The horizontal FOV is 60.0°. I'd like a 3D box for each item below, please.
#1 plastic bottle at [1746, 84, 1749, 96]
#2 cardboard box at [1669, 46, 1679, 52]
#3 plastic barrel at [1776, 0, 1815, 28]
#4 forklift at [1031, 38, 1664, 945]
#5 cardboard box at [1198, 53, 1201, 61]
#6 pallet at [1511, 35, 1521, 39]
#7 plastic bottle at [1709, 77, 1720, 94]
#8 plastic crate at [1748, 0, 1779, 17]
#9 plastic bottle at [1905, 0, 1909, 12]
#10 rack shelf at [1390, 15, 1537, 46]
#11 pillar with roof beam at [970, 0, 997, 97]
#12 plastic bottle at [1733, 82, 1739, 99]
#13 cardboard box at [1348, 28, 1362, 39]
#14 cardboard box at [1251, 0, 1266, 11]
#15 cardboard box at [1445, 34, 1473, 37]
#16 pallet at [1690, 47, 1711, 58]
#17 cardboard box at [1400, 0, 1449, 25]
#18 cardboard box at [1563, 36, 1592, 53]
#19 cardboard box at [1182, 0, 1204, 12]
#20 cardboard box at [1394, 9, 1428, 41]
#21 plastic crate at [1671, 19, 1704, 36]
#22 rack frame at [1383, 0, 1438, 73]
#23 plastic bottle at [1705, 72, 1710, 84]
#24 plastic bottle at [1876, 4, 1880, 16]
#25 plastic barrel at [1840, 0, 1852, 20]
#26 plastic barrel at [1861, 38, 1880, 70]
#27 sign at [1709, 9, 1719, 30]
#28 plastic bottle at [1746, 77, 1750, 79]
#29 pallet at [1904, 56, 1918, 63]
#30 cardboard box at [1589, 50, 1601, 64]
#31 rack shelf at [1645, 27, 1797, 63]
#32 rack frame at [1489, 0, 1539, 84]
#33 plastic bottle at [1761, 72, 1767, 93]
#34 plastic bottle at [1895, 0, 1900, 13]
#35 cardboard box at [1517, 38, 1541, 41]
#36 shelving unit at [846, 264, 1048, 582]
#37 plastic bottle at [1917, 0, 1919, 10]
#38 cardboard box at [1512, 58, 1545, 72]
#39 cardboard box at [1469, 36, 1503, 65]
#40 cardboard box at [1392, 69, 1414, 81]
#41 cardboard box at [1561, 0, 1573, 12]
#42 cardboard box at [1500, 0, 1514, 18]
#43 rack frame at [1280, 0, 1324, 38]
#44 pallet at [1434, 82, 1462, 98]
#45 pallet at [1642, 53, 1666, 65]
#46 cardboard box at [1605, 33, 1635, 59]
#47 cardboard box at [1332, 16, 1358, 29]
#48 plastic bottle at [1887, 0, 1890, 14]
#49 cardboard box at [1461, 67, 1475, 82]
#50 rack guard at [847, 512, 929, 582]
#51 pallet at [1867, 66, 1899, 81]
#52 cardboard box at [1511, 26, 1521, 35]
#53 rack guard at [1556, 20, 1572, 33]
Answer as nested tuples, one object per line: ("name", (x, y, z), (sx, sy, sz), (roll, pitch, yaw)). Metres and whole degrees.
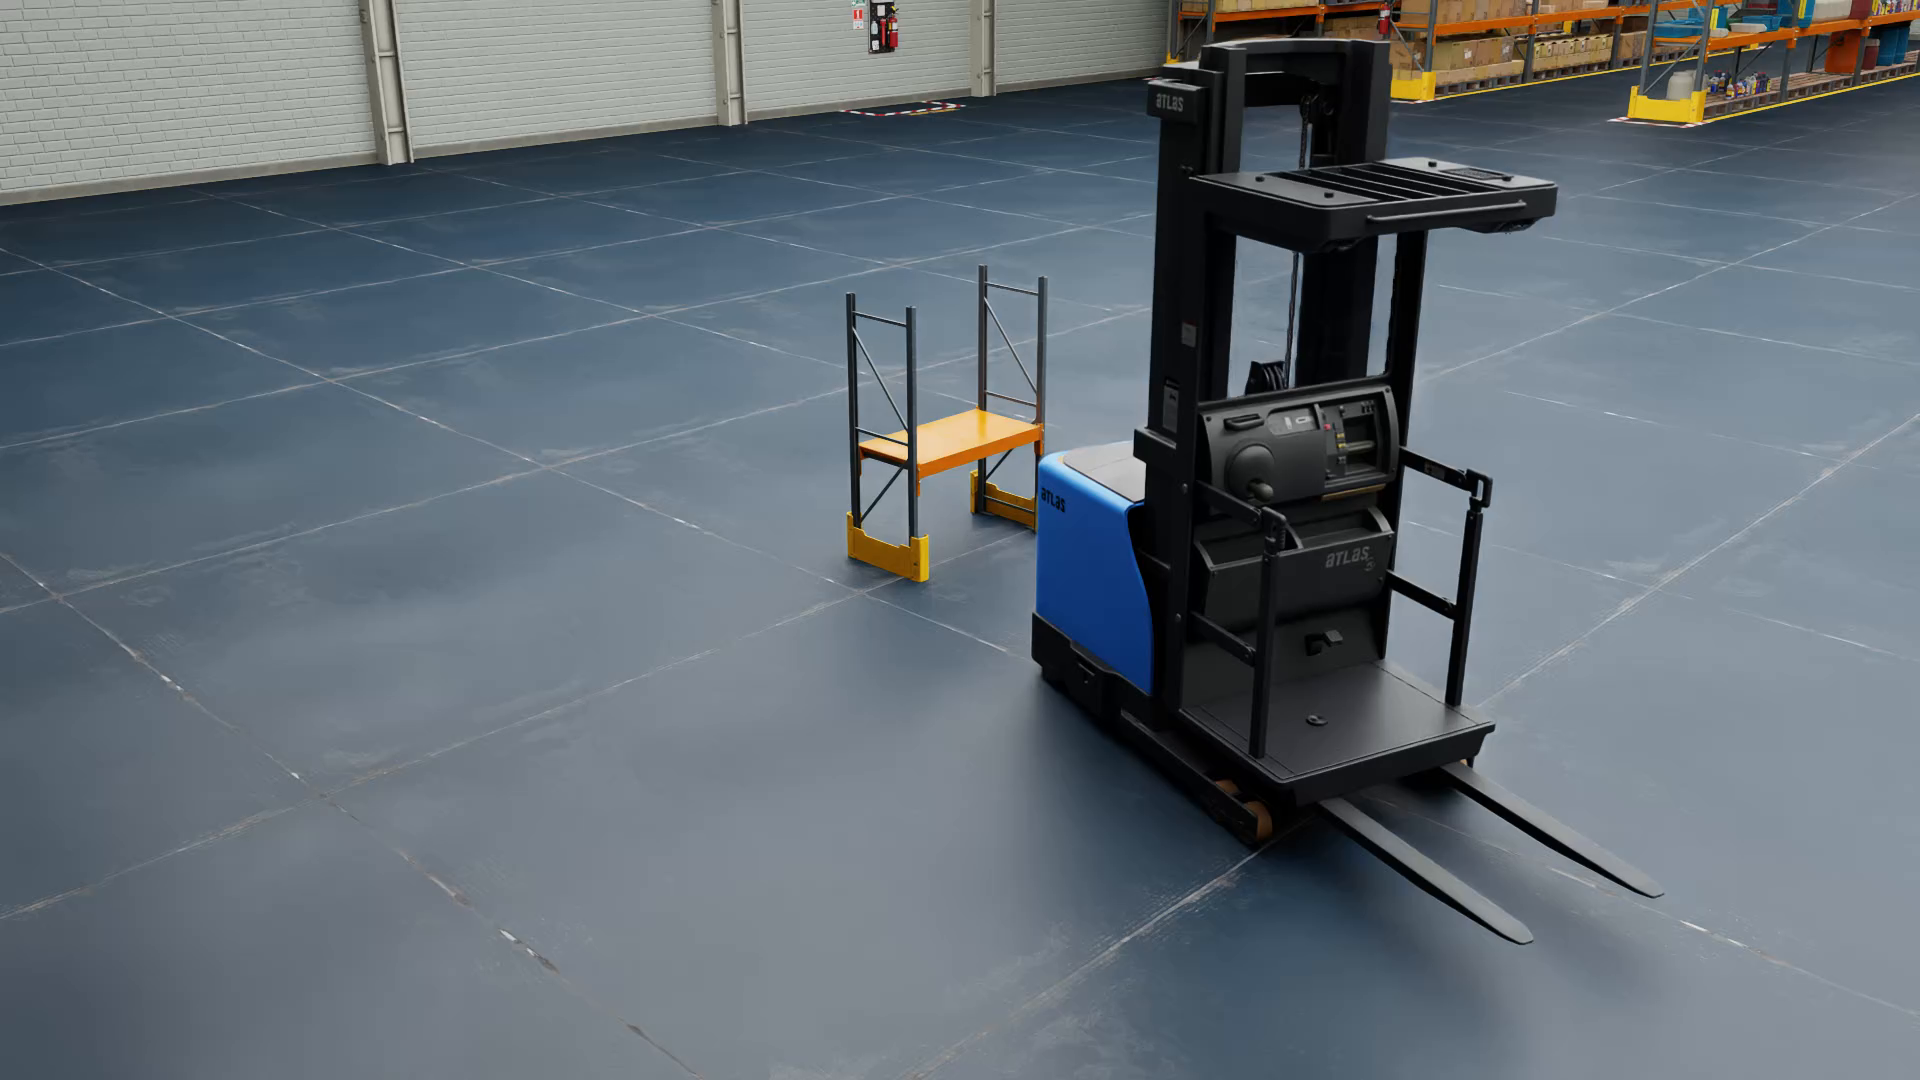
("plastic bottle", (13.862, -7.942, 29.343), (0.097, 0.201, 0.097), (0, 21, 0))
("cardboard box", (16.188, -11.503, 38.191), (0.500, 0.500, 0.500), (19, 28, 41))
("plastic barrel", (15.130, -9.748, 30.056), (0.600, 0.901, 0.708), (19, 28, 41))
("forklift", (1.460, -0.365, 6.438), (1.130, 2.935, 3.031), (-10, 23, -25))
("cardboard box", (5.302, -10.047, 34.669), (0.500, 0.311, 0.500), (15, 26, 35))
("pallet", (13.713, -12.901, 42.844), (1.003, 0.211, 1.213), (19, 28, 41))
("plastic bottle", (13.478, -8.132, 29.735), (0.152, 0.276, 0.135), (19, 28, 41))
("plastic crate", (14.762, -9.721, 30.597), (0.402, 0.464, 0.583), (19, 28, 41))
("plastic bottle", (19.480, -11.049, 34.312), (0.152, 0.276, 0.135), (19, 28, 41))
("rack shelf", (9.702, -9.881, 32.105), (1.077, 0.370, 4.000), (19, 28, 41))
("pillar with roof beam", (3.522, -11.519, 27.000), (9.100, 9.000, 0.400), (19, 28, 41))
("plastic bottle", (13.512, -7.841, 28.968), (0.133, 0.283, 0.061), (-20, 28, -41))
("cardboard box", (8.756, -11.468, 38.102), (0.700, 0.500, 0.500), (20, 28, 41))
("cardboard box", (6.034, -11.194, 34.697), (0.500, 0.250, 0.500), (19, 28, 40))
("cardboard box", (9.852, -9.696, 32.821), (0.500, 0.500, 0.500), (19, 28, 41))
("pallet", (17.158, -11.662, 39.622), (1.003, 0.211, 1.213), (19, 28, 41))
("cardboard box", (8.641, -9.866, 30.924), (0.700, 0.500, 0.500), (19, 28, 41))
("cardboard box", (12.986, -10.473, 35.107), (0.500, 0.311, 0.500), (19, 28, 40))
("cardboard box", (4.942, -11.050, 34.323), (0.500, 0.250, 0.500), (-20, 28, -41))
("cardboard box", (10.943, -12.347, 39.928), (0.750, 0.750, 0.750), (19, 28, 40))
("plastic crate", (12.445, -8.762, 28.397), (0.499, 0.251, 0.408), (19, 28, 41))
("rack frame", (8.307, -9.703, 30.638), (1.000, 3.000, 0.127), (19, 28, 41))
("plastic bottle", (13.355, -8.198, 29.801), (0.144, 0.351, 0.185), (19, 28, 40))
("plastic bottle", (18.229, -10.568, 33.050), (0.061, 0.283, 0.133), (19, 28, 41))
("plastic barrel", (16.869, -10.253, 31.913), (0.421, 0.512, 0.421), (0, 21, 0))
("plastic barrel", (18.551, -10.009, 34.211), (0.600, 0.588, 0.708), (19, 28, 41))
("sign", (12.244, -8.453, 26.999), (0.100, 0.325, 0.005), (19, 28, 41))
("plastic bottle", (14.143, -8.168, 29.828), (0.152, 0.276, 0.135), (19, 28, 41))
("pallet", (20.709, -10.444, 36.453), (1.003, 0.211, 1.213), (19, 28, 41))
("cardboard box", (13.338, -10.342, 35.548), (0.500, 0.250, 0.500), (19, 28, 40))
("rack shelf", (13.248, -8.641, 28.877), (1.077, 0.370, 4.000), (19, 28, 41))
("rack frame", (11.097, -10.731, 33.313), (1.000, 3.000, 0.127), (19, 28, 41))
("plastic bottle", (14.401, -8.222, 29.863), (0.144, 0.351, 0.185), (18, 28, 39))
("plastic bottle", (19.049, -10.923, 33.880), (0.144, 0.351, 0.185), (19, 28, 41))
("cardboard box", (11.882, -10.344, 34.772), (0.500, 0.311, 0.500), (19, 28, 40))
("shelving unit", (-0.053, -0.680, 9.255), (0.587, 1.500, 1.083), (19, 28, 41))
("plastic bottle", (20.052, -11.239, 34.798), (0.061, 0.283, 0.133), (19, 28, 41))
("cardboard box", (11.556, -9.685, 33.839), (0.500, 0.250, 0.500), (18, 28, 39))
("cardboard box", (10.227, -9.565, 32.480), (0.500, 0.500, 0.500), (19, 28, 41))
("cardboard box", (8.469, -8.827, 31.607), (0.500, 0.250, 0.500), (19, 28, 41))
("cardboard box", (12.361, -11.235, 34.485), (0.500, 0.500, 0.500), (19, 28, 41))
("cardboard box", (10.429, -10.525, 32.637), (0.700, 0.500, 0.500), (19, 28, 40))
("rack frame", (7.545, -11.970, 36.536), (1.000, 3.000, 0.127), (19, 28, 41))
("pallet", (8.810, -8.608, 31.677), (1.003, 0.211, 1.213), (19, 28, 41))
("pallet", (15.286, -10.952, 37.775), (1.003, 0.211, 1.213), (19, 28, 41))
("cardboard box", (14.410, -10.843, 36.476), (0.500, 0.500, 0.500), (-19, 28, -40))
("cardboard box", (8.712, -11.801, 37.921), (0.500, 0.250, 0.500), (18, 28, 39))
("plastic bottle", (18.645, -10.724, 33.475), (0.097, 0.271, 0.097), (0, 21, 0))
("cardboard box", (9.535, -8.956, 31.941), (0.500, 0.250, 0.500), (19, 28, 41))
("rack guard", (-0.401, 0.031, 9.146), (0.587, 0.250, 0.087), (19, 28, 41))
("pallet", (18.805, -9.742, 34.627), (1.003, 0.211, 1.213), (19, 28, 41))
("cardboard box", (14.074, -13.351, 43.027), (0.700, 0.500, 0.500), (19, 28, 40))
("rack guard", (15.933, -13.894, 45.026), (1.175, 0.500, 0.348), (19, 28, 41))
